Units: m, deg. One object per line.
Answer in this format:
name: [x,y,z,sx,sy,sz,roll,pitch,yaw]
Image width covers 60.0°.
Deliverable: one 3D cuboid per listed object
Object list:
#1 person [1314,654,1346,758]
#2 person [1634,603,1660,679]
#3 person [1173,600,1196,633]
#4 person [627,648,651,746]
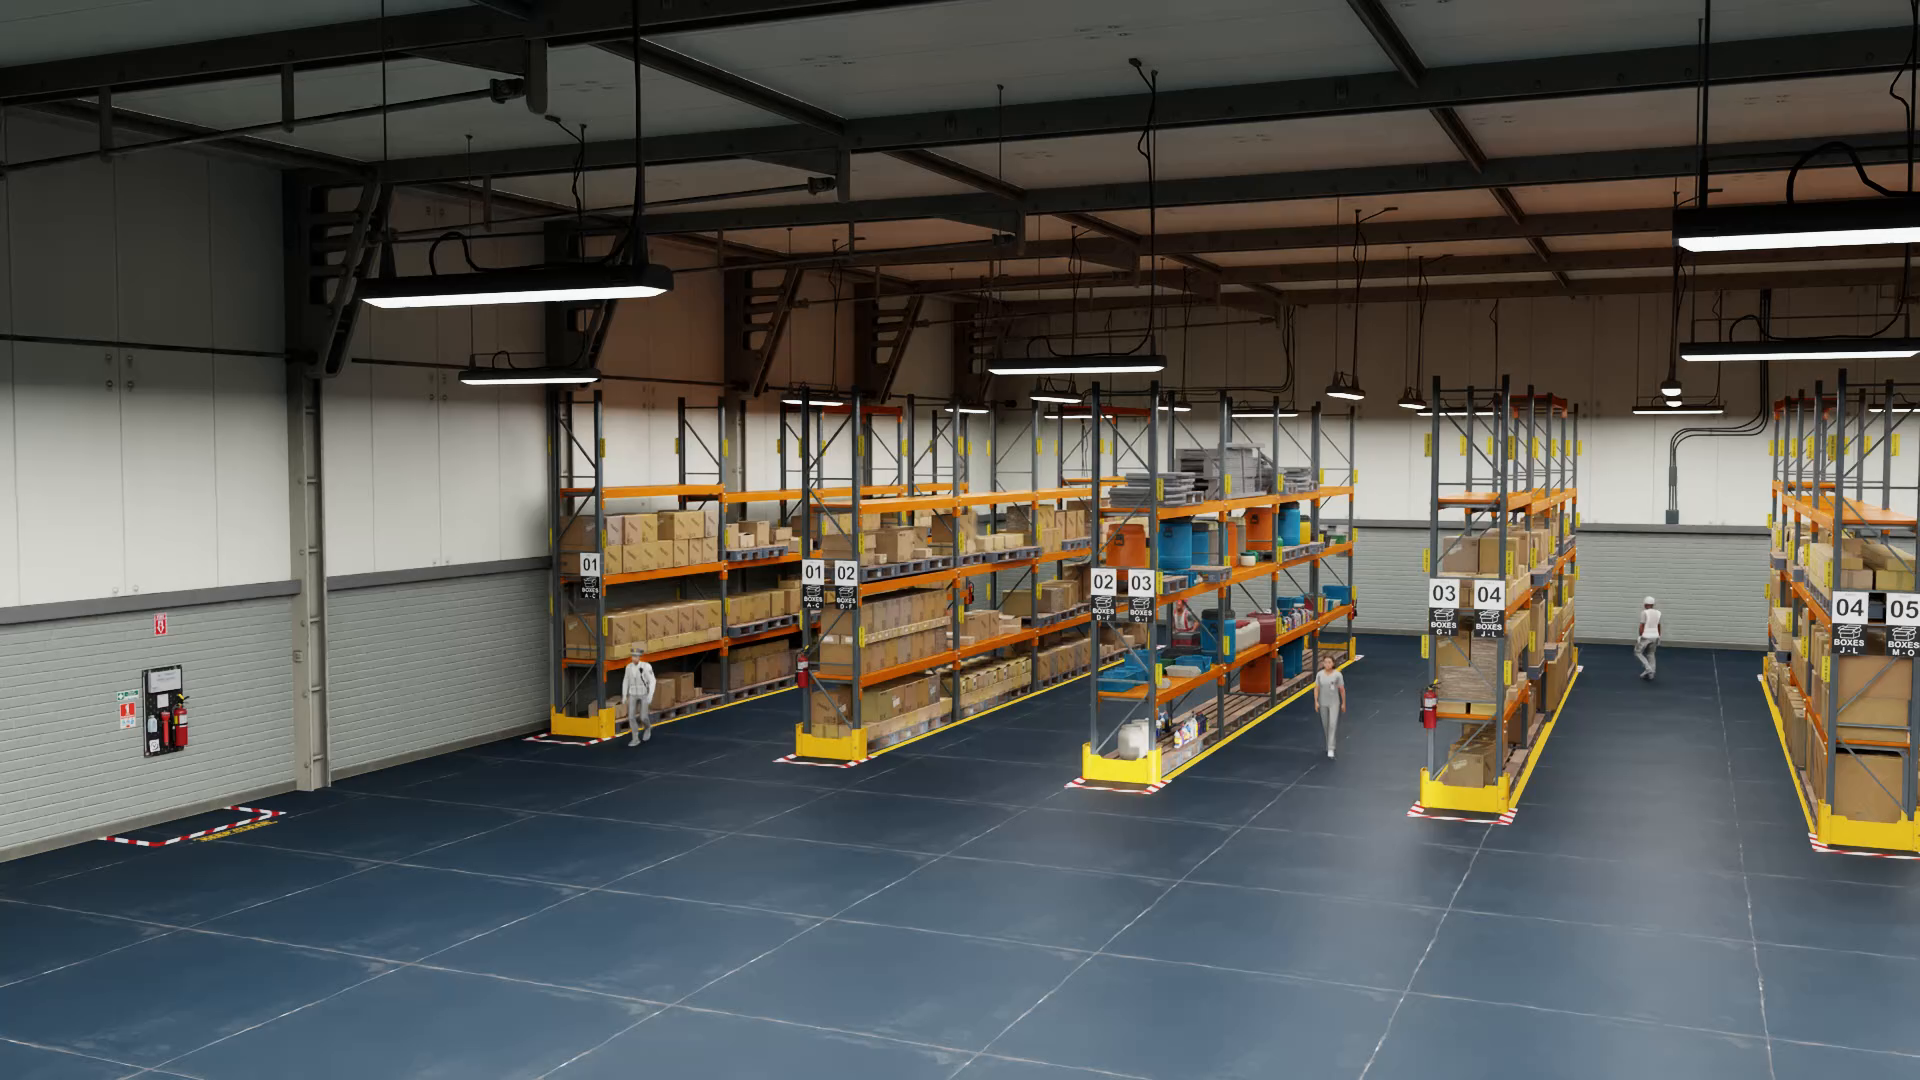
person: [5.972,2.671,26.965,0.476,1.626,0.948,2,4,29]
person: [14.942,2.142,36.019,0.598,1.751,0.484,-1,3,-23]
person: [4.959,2.124,36.940,0.653,1.688,0.626,2,4,31]
person: [-5.422,2.632,28.148,0.287,1.660,0.549,1,3,13]
